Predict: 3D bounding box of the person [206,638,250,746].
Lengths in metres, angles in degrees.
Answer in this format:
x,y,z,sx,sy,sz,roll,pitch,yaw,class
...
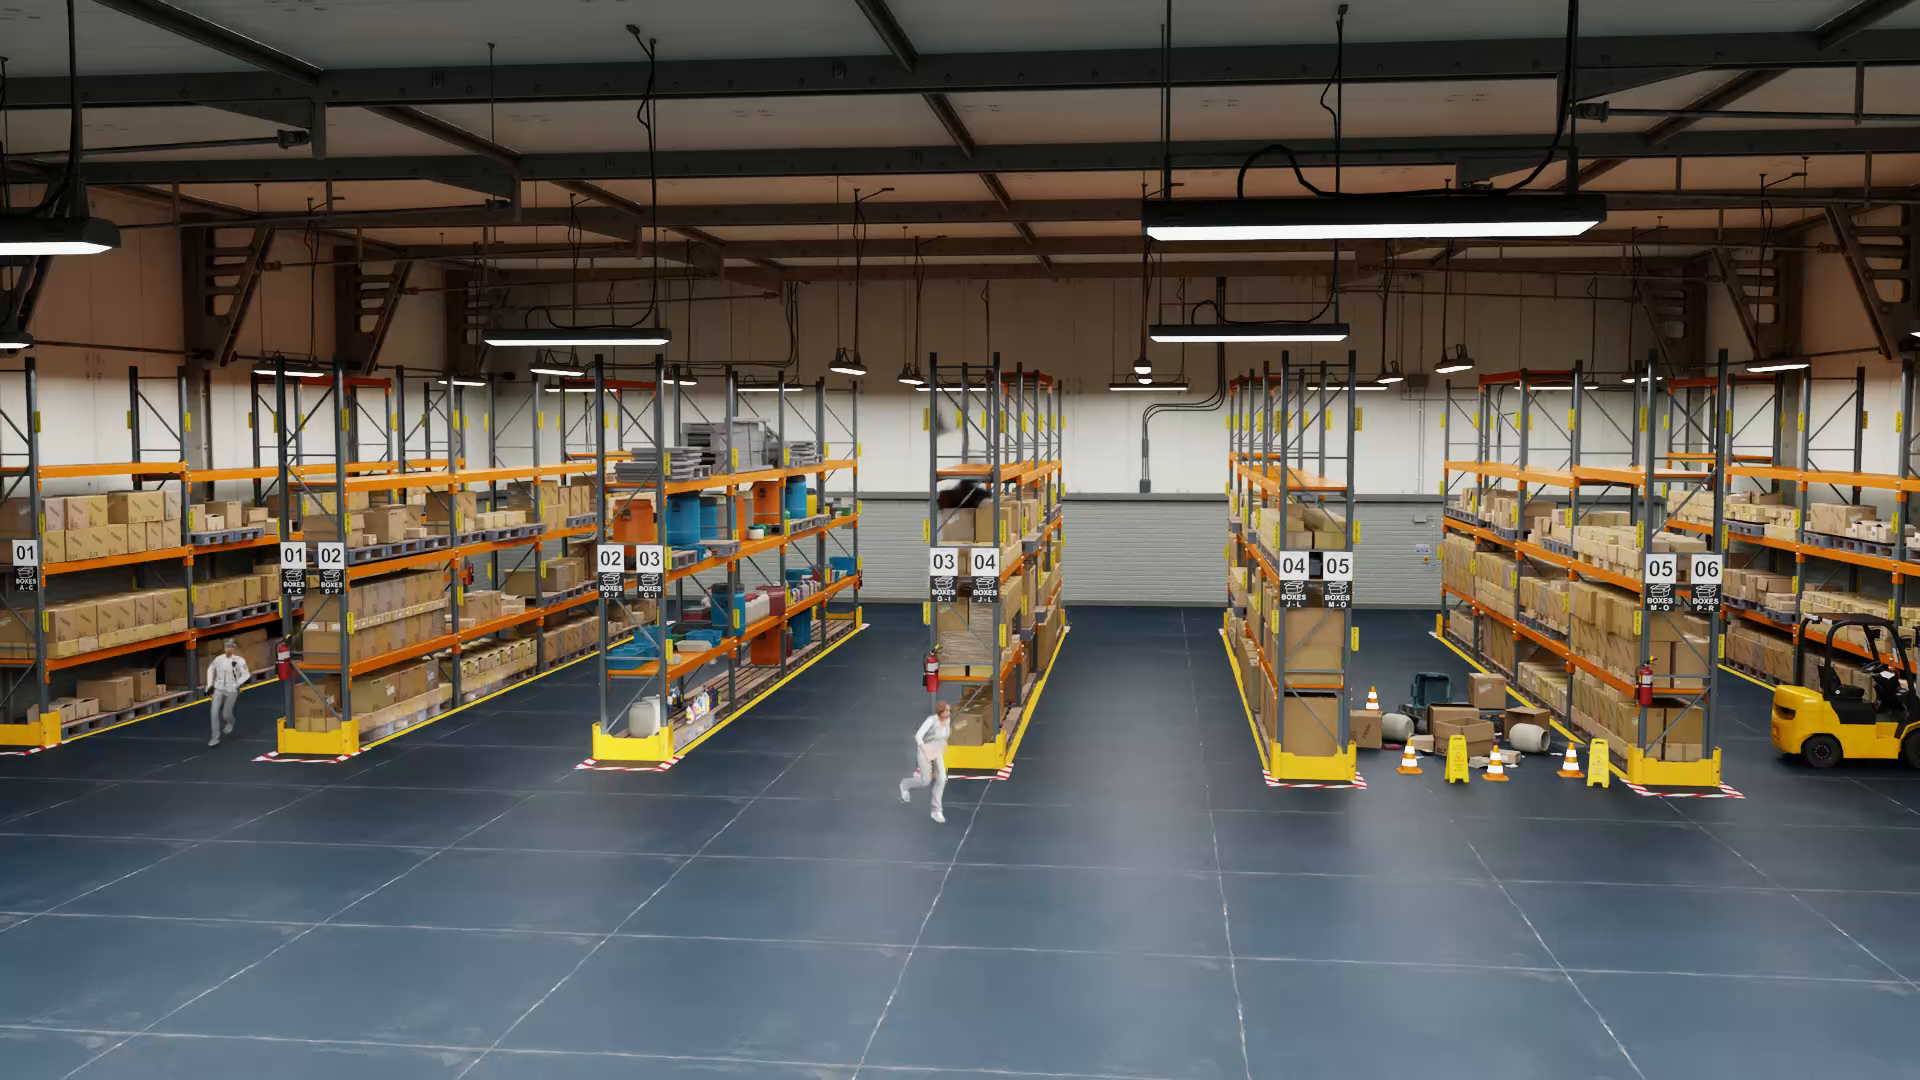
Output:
x,y,z,sx,sy,sz,roll,pitch,yaw,class
-11.437,2.348,25.972,0.660,1.653,0.729,0,4,-7,person

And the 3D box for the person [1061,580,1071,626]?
x,y,z,sx,sy,sz,roll,pitch,yaw,class
2.247,1.236,40.763,0.850,1.781,0.646,2,4,25,person

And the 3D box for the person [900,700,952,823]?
x,y,z,sx,sy,sz,roll,pitch,yaw,class
-0.430,2.765,21.132,0.872,1.549,0.535,3,5,41,person

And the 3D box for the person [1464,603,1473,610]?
x,y,z,sx,sy,sz,roll,pitch,yaw,class
12.431,1.391,39.725,0.810,1.675,0.589,4,6,43,person

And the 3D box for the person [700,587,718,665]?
x,y,z,sx,sy,sz,roll,pitch,yaw,class
-5.115,1.762,34.665,0.538,1.617,0.787,1,4,13,person
